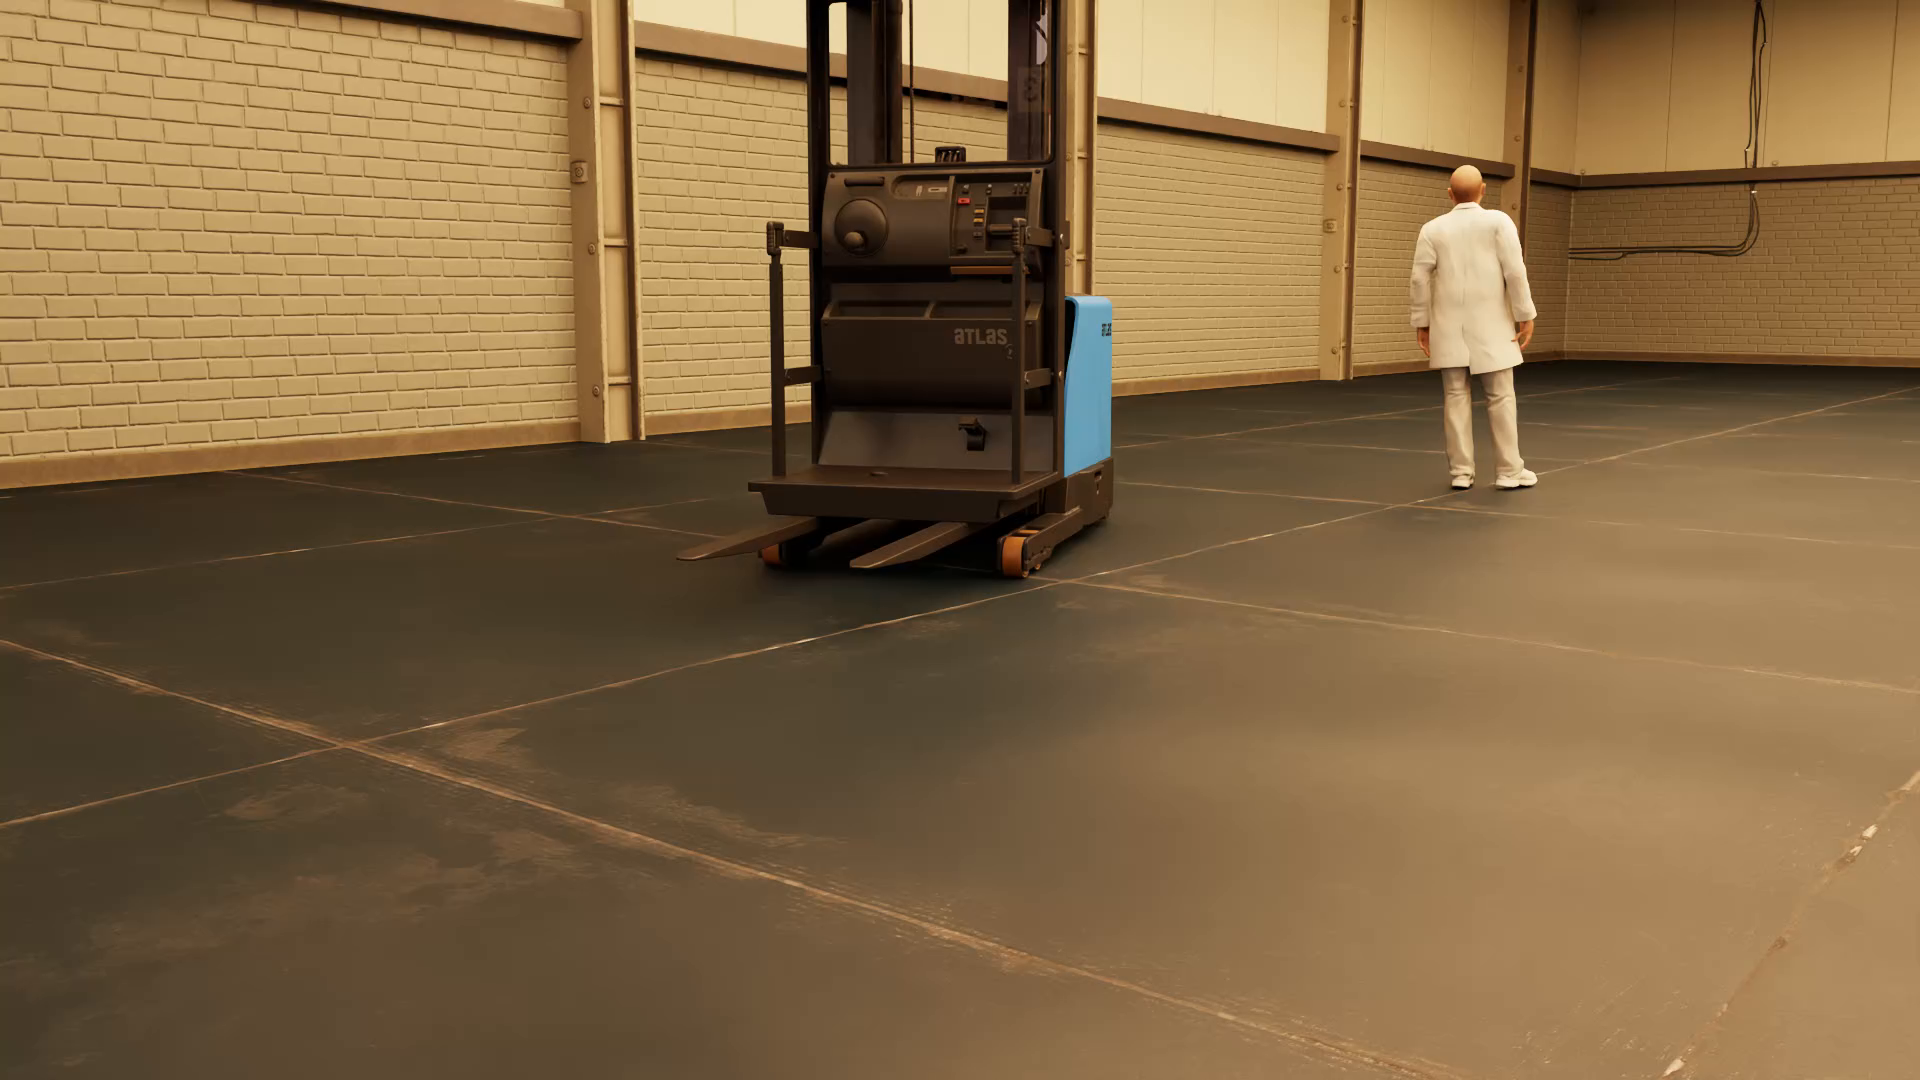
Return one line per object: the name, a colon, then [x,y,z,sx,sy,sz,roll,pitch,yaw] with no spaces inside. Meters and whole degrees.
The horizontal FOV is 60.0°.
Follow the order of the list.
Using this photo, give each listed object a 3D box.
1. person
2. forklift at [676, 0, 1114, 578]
person: [2.899,-1.191,9.350,0.695,1.776,0.580,5,10,32]
forklift: [-0.176,-1.366,6.616,1.130,2.935,3.031,3,9,17]
